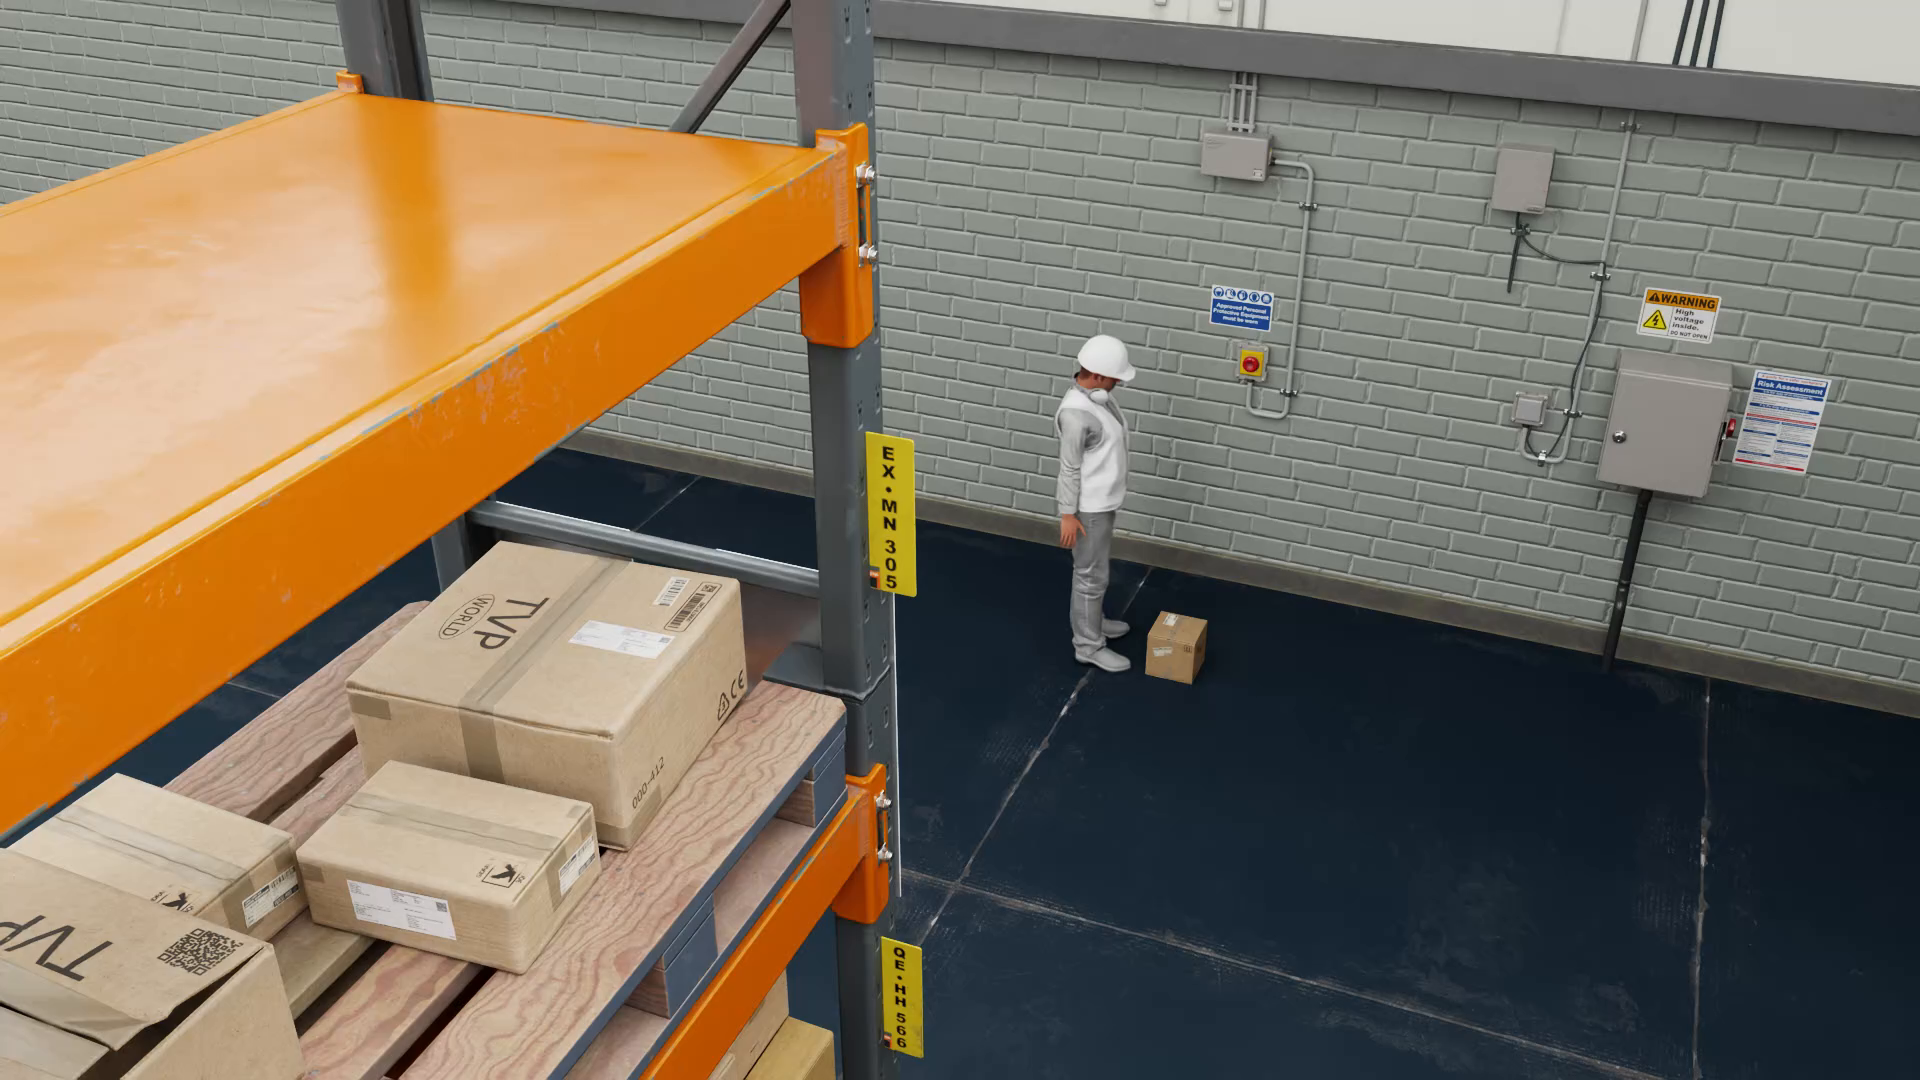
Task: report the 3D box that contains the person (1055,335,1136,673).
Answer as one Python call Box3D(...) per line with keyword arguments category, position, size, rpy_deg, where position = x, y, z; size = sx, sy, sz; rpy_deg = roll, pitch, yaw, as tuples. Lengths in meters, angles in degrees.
Box3D(category="person", position=(0.714, -0.206, 8.443), size=(0.448, 1.791, 0.598), rpy_deg=(7, 30, 11))
